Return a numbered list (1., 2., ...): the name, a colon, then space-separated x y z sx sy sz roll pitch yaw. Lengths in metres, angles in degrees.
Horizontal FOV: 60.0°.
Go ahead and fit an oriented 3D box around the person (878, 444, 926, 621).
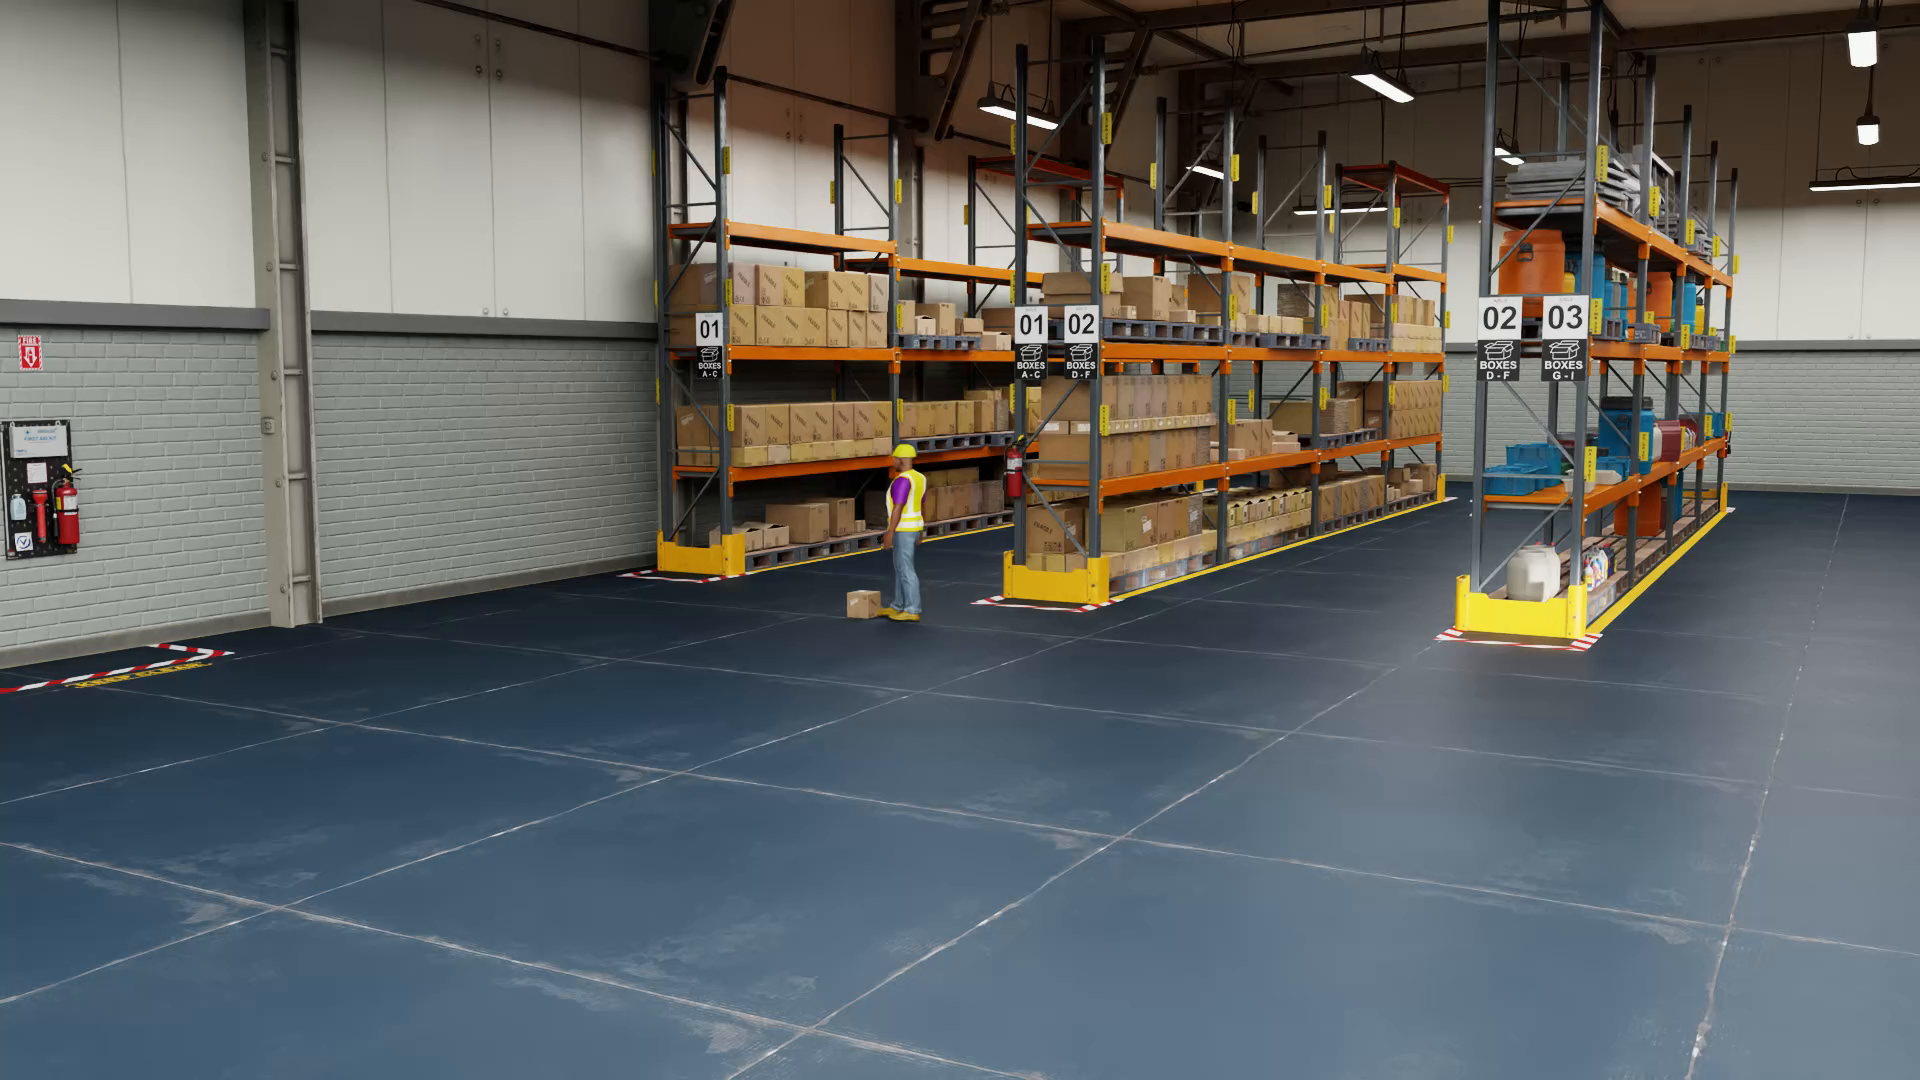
1. person: -0.641 -0.080 16.710 0.550 1.769 0.634 2 6 17
